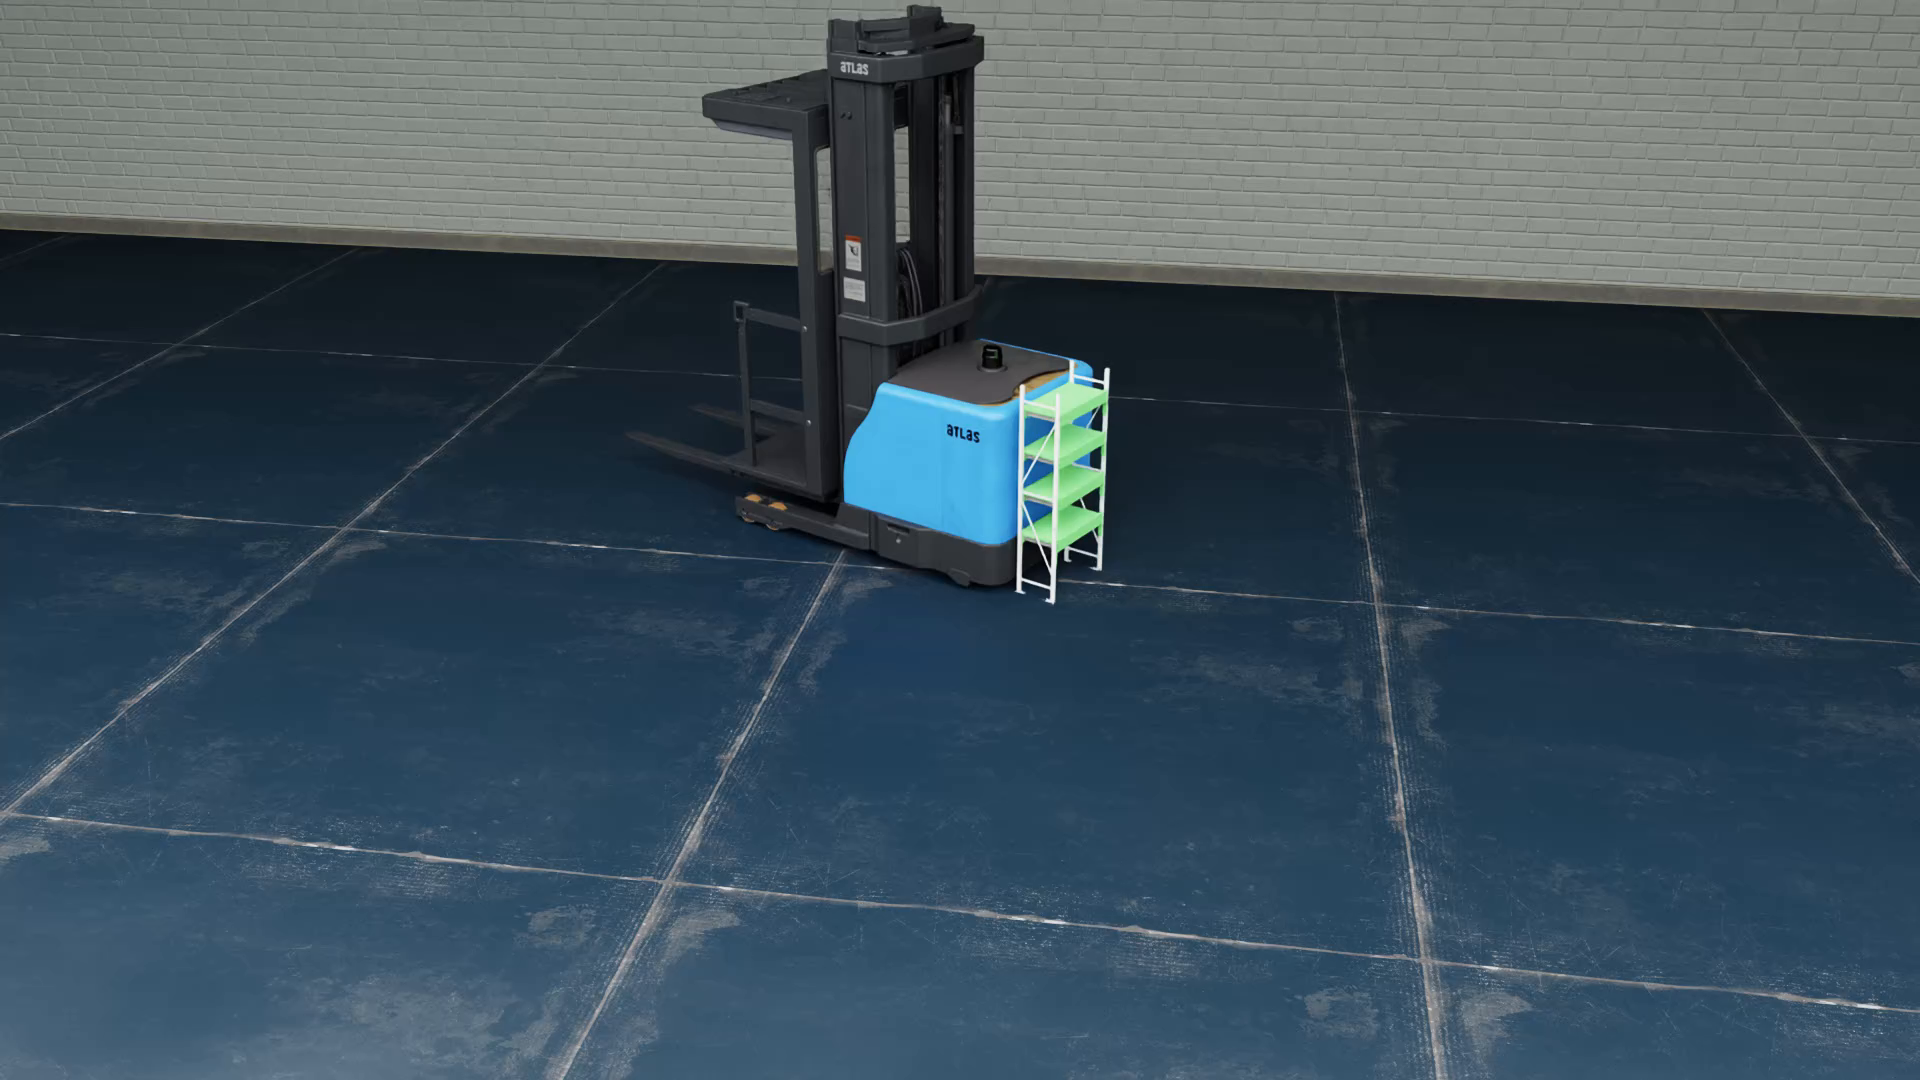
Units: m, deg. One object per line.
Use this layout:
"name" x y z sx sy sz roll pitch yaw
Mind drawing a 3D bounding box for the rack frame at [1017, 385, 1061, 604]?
"rack frame" 0.414 -0.230 8.826 0.240 1.200 0.015 17 30 32

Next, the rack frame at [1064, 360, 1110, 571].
"rack frame" 0.697 -0.399 9.186 0.240 1.200 0.015 17 30 32

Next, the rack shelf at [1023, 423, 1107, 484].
"rack shelf" 0.555 -0.474 8.931 0.258 0.148 0.480 17 30 32

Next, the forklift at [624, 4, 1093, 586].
"forklift" -0.731 -1.548 9.600 3.031 2.935 1.130 17 30 32

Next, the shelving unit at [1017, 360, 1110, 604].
"shelving unit" 0.555 -0.314 9.006 0.258 1.200 0.503 17 30 32

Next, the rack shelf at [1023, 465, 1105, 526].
"rack shelf" 0.555 -0.256 9.033 0.258 0.148 0.480 17 30 32

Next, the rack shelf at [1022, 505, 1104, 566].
"rack shelf" 0.555 -0.039 9.135 0.258 0.148 0.480 17 30 32

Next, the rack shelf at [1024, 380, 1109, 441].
"rack shelf" 0.556 -0.691 8.829 0.258 0.148 0.480 17 30 32
